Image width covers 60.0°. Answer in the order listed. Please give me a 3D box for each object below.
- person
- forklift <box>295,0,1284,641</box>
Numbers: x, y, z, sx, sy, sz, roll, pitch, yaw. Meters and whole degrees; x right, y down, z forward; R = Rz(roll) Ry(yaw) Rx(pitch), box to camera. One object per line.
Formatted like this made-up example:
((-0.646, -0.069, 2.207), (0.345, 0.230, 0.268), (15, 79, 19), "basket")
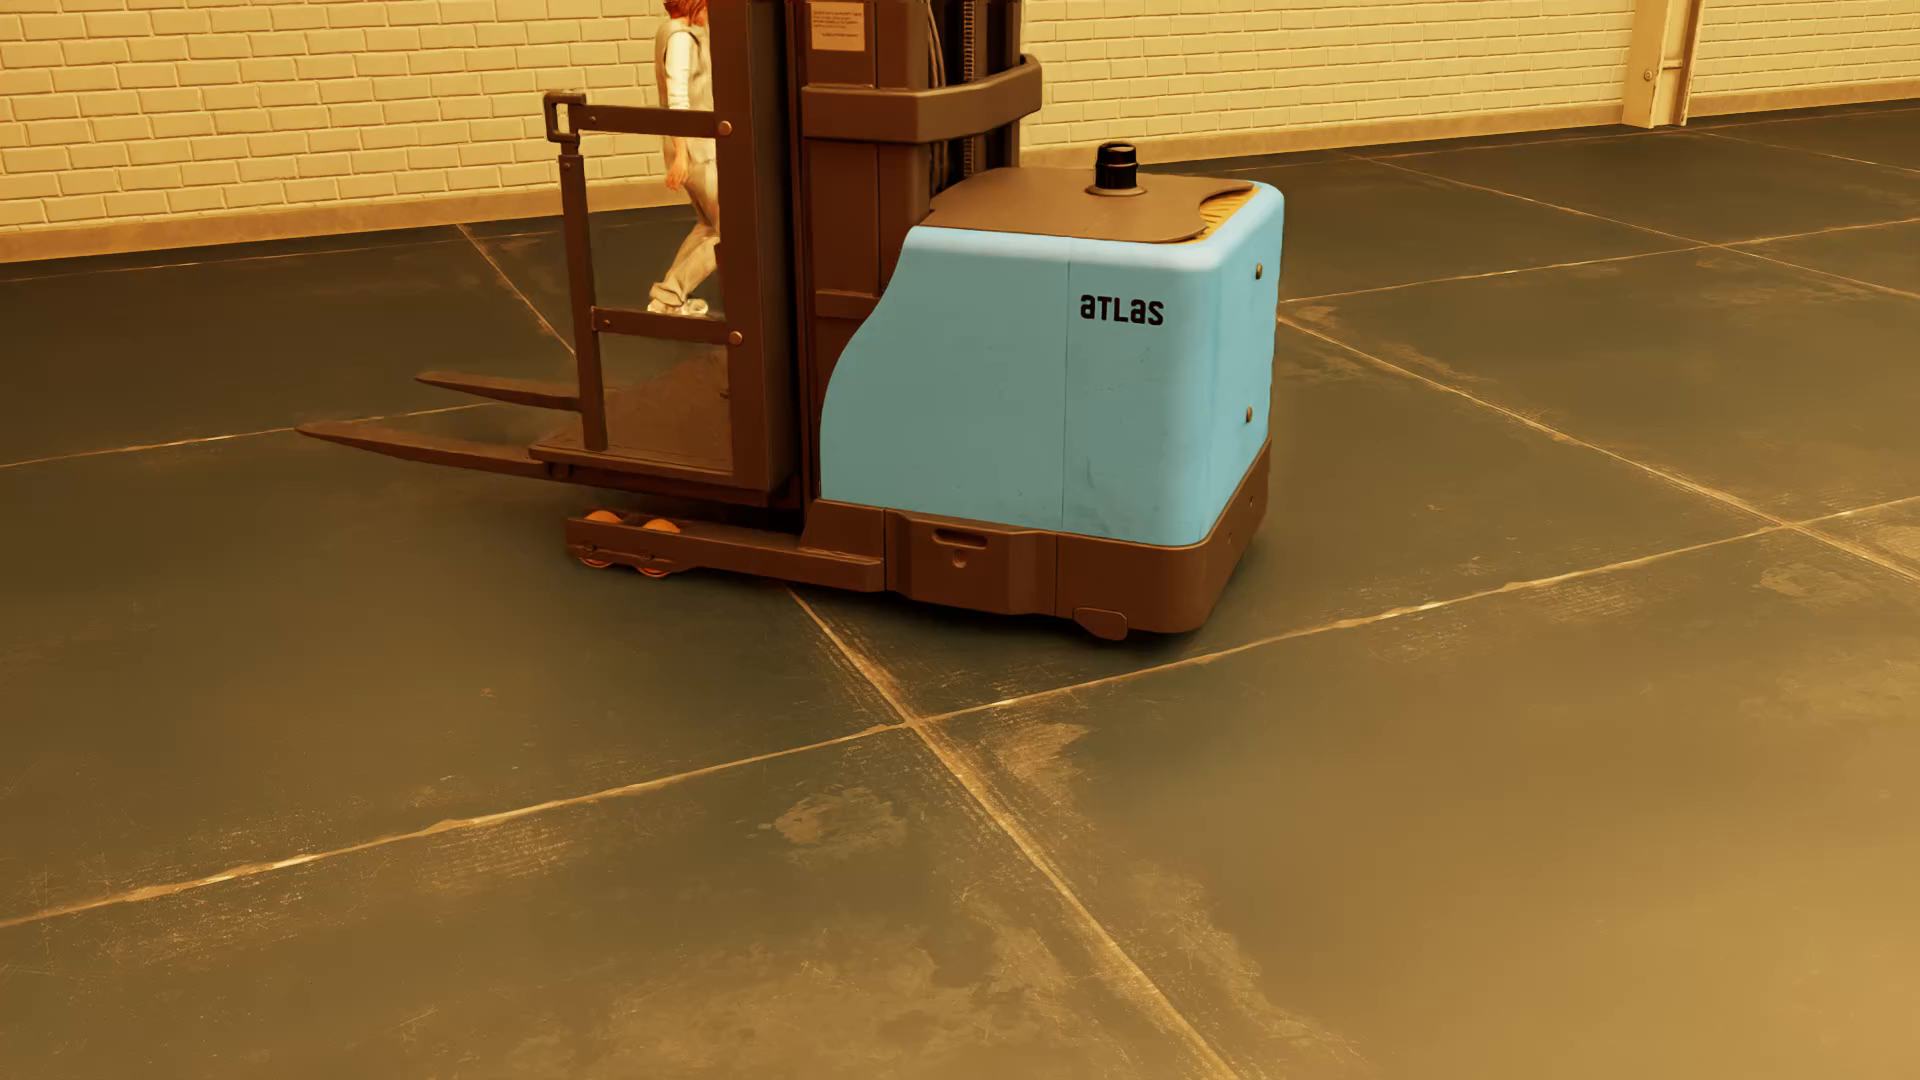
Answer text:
((-1.142, -1.624, 7.050), (0.450, 1.520, 0.754), (-4, 23, -9), "person")
((-0.626, -1.424, 4.713), (3.031, 2.935, 1.130), (8, 24, 19), "forklift")
